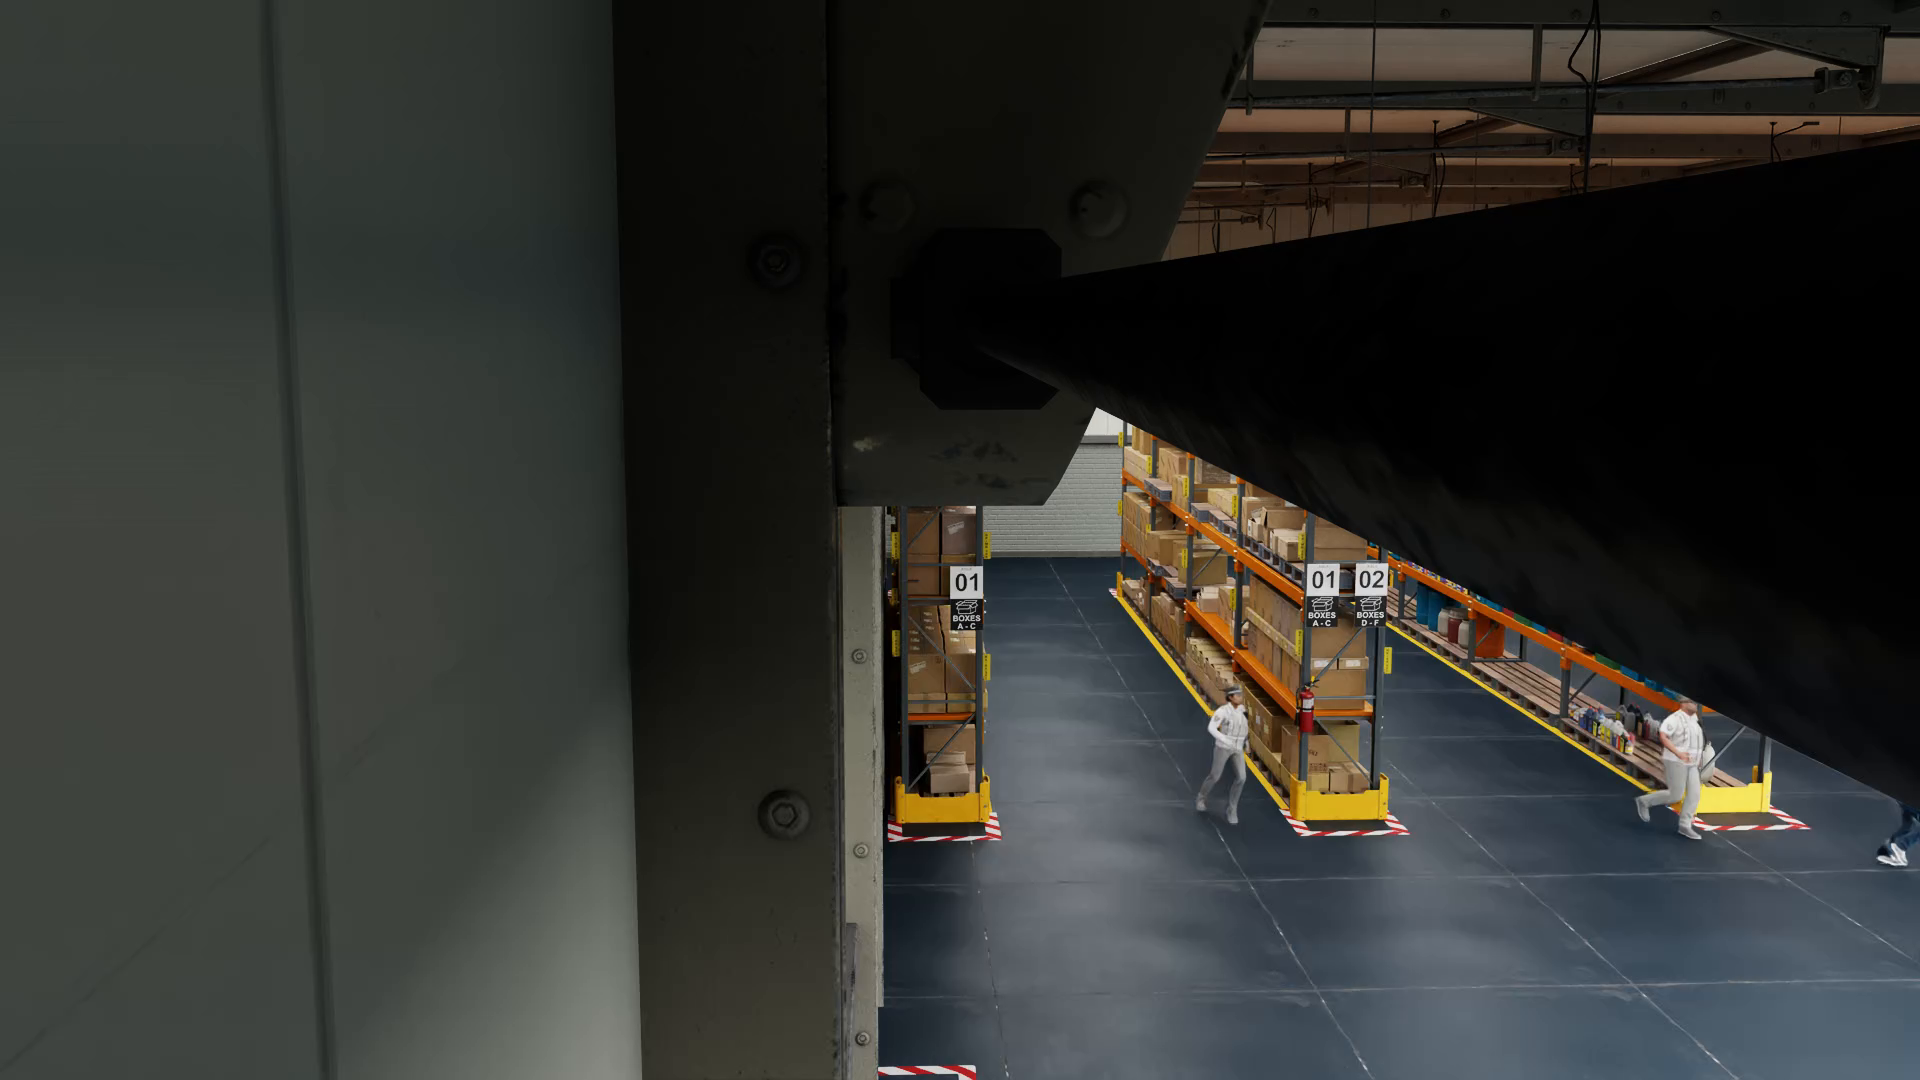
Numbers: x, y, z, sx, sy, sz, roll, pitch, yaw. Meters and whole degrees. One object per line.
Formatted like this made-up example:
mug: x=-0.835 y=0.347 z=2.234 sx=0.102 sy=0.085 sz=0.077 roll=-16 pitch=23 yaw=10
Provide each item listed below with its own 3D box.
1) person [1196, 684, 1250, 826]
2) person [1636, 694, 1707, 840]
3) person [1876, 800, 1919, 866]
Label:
person: x=3.358 y=2.622 z=20.668 sx=0.677 sy=1.713 sz=0.743 roll=-3 pitch=9 yaw=-22
person: x=8.739 y=2.663 z=20.113 sx=0.719 sy=1.732 sz=0.845 roll=-6 pitch=10 yaw=-35
person: x=10.731 y=2.950 z=18.729 sx=0.633 sy=1.538 sz=0.498 roll=5 pitch=10 yaw=33
